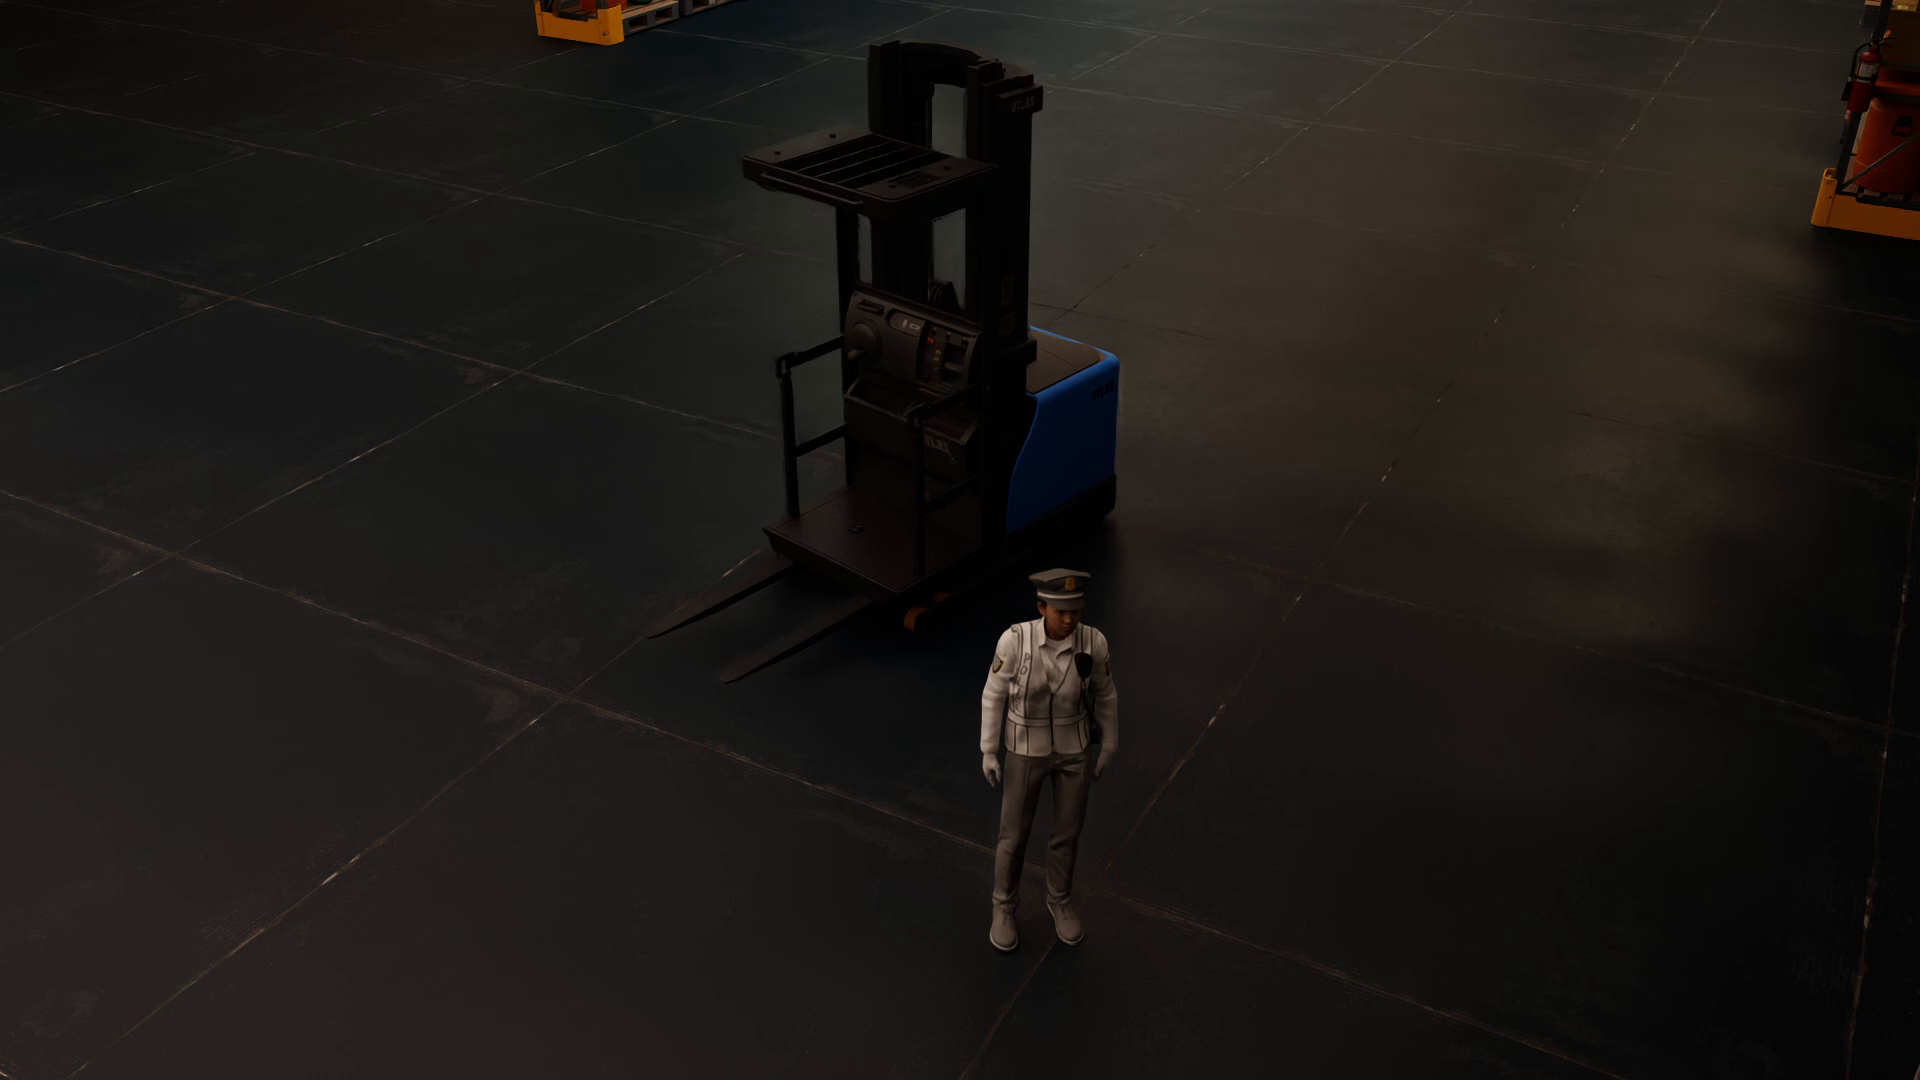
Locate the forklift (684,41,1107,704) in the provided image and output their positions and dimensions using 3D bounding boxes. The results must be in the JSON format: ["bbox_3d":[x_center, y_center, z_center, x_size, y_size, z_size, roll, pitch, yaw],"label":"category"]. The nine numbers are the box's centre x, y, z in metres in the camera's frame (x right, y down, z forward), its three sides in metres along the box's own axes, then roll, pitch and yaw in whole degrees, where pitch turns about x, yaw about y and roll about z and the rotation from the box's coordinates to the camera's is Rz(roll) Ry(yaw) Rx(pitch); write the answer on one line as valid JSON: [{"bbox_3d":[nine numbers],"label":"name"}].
[{"bbox_3d":[-0.322,-1.002,8.806,1.130,2.935,3.031,17,34,27],"label":"forklift"}]

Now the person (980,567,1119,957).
[{"bbox_3d":[0.370,0.887,6.772,0.574,1.704,0.504,-2,30,-4],"label":"person"}]
